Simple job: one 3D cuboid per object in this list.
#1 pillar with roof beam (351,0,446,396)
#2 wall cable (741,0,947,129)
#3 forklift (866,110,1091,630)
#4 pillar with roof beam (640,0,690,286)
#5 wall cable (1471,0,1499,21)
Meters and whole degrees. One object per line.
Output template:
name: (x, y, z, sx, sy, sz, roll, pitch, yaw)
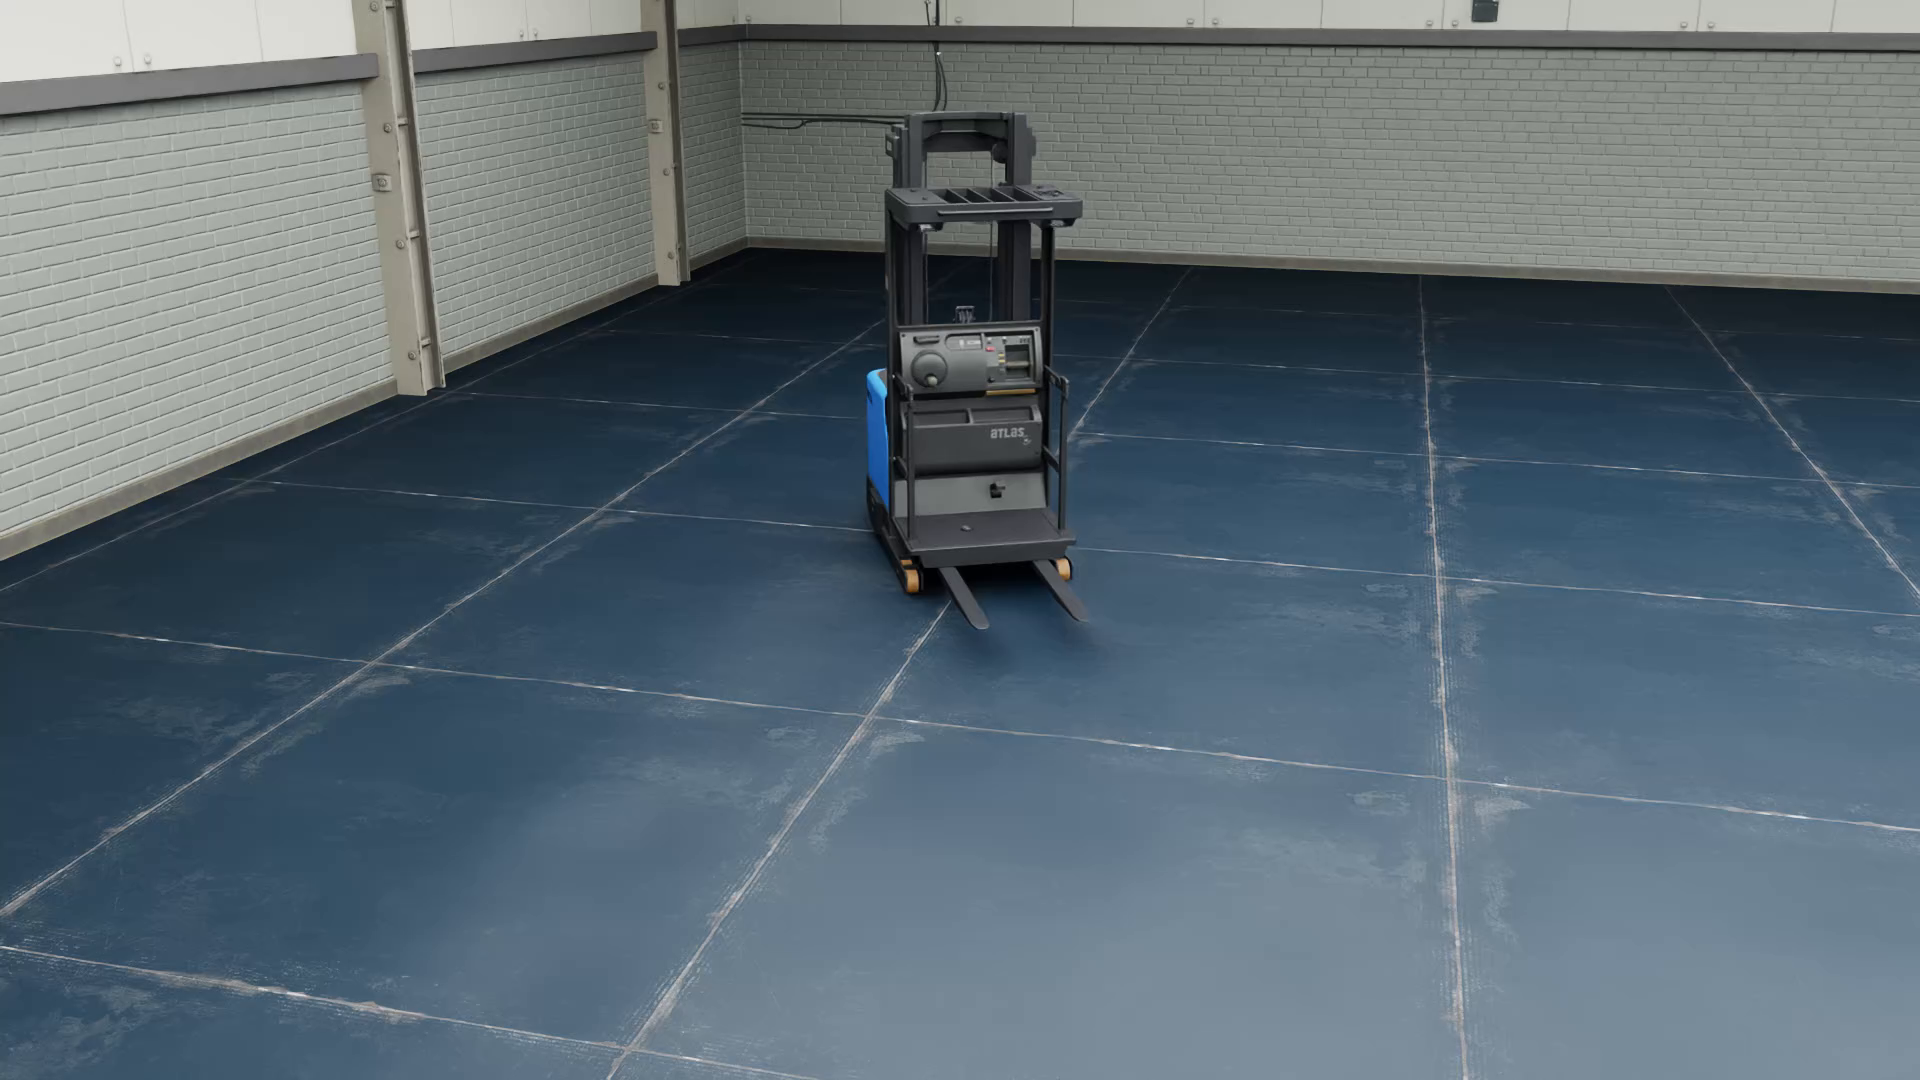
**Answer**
pillar with roof beam: (-0.977, -5.351, 13.433, 9.100, 9.000, 0.400, 5, 19, 13)
wall cable: (-1.683, -6.921, 22.833, 3.097, 2.526, 0.112, 5, 19, 13)
forklift: (0.119, -1.167, 10.571, 1.130, 2.935, 3.031, -4, 19, -11)
pillar with roof beam: (0.489, -7.232, 18.938, 9.100, 9.000, 0.400, 5, 19, 13)
wall cable: (7.519, -9.245, 19.572, 2.305, 6.003, 0.169, 5, 19, 13)
